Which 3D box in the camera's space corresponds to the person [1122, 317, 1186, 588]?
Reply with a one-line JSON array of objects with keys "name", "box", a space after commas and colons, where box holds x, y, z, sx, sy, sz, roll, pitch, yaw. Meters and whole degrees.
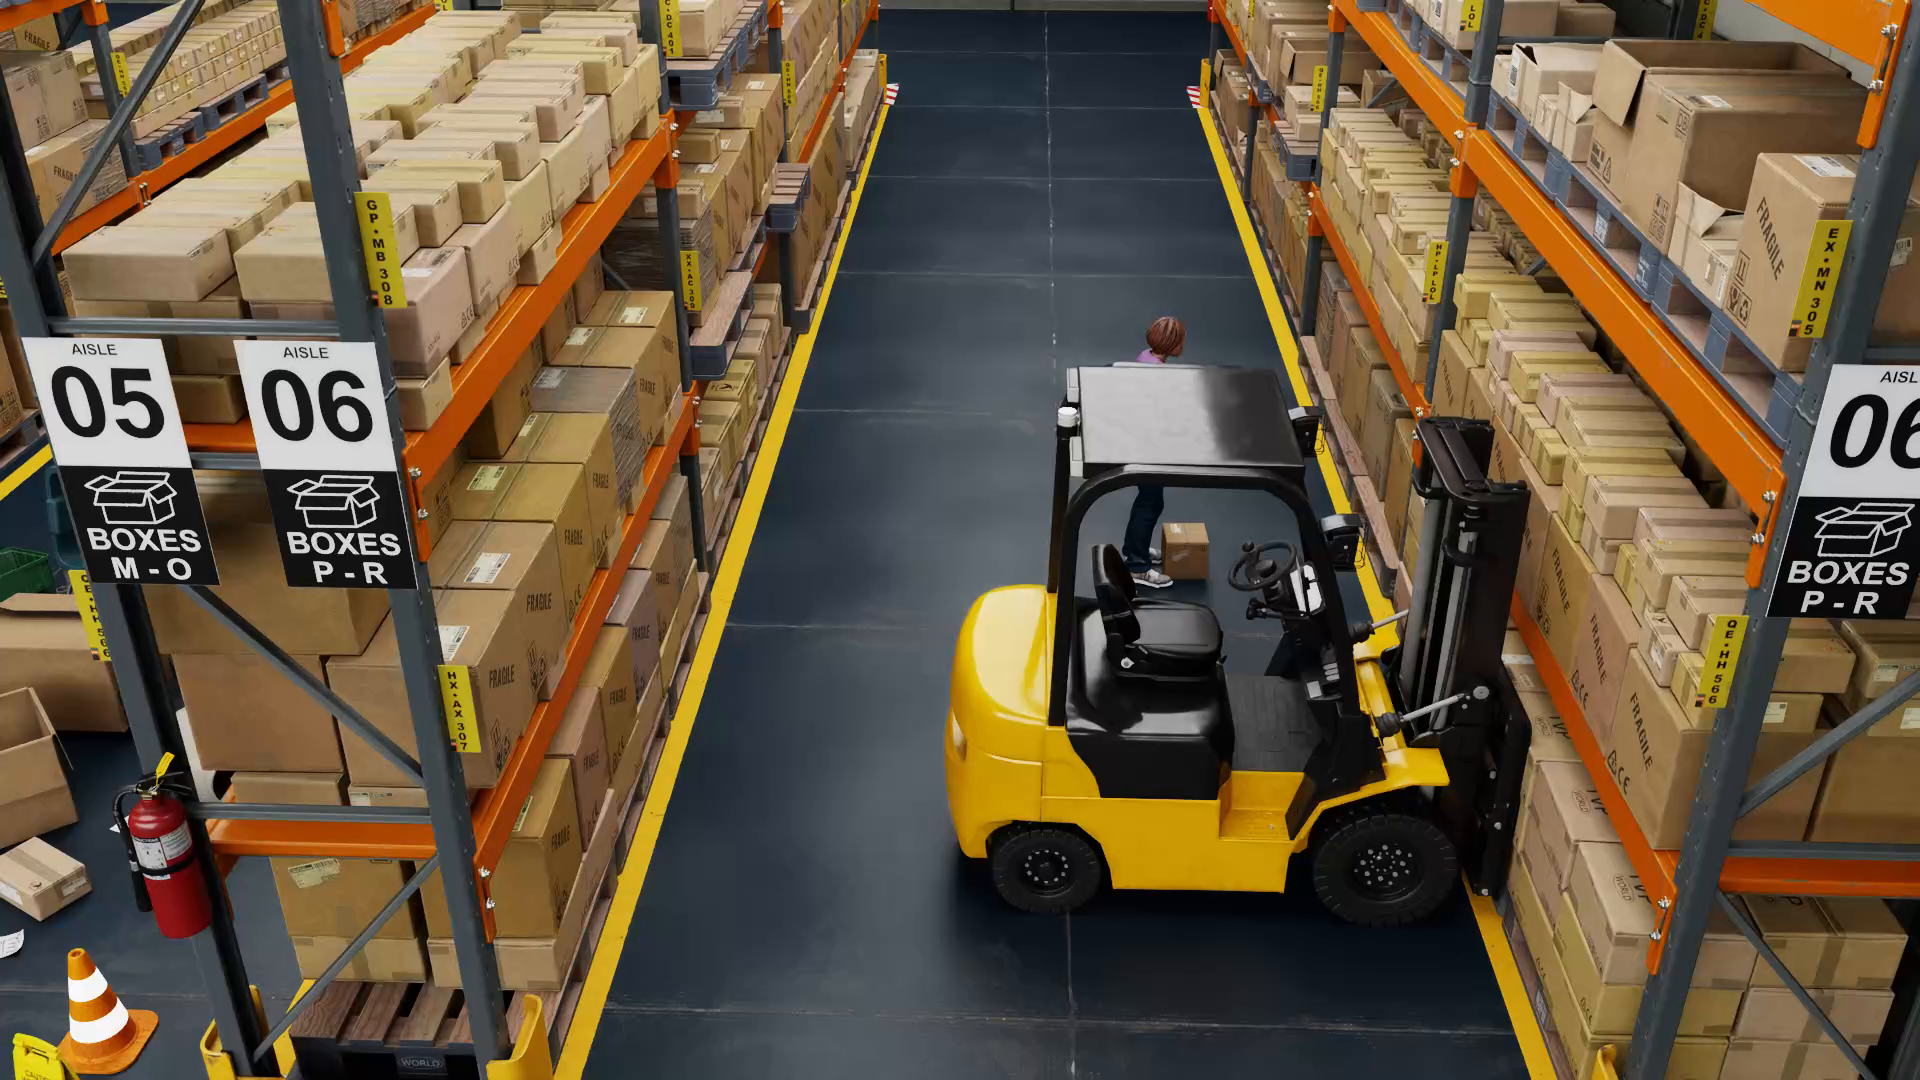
[{"name": "person", "box": [1.096, -0.526, 9.608, 0.342, 1.594, 0.482, 0, 28, 0]}]
